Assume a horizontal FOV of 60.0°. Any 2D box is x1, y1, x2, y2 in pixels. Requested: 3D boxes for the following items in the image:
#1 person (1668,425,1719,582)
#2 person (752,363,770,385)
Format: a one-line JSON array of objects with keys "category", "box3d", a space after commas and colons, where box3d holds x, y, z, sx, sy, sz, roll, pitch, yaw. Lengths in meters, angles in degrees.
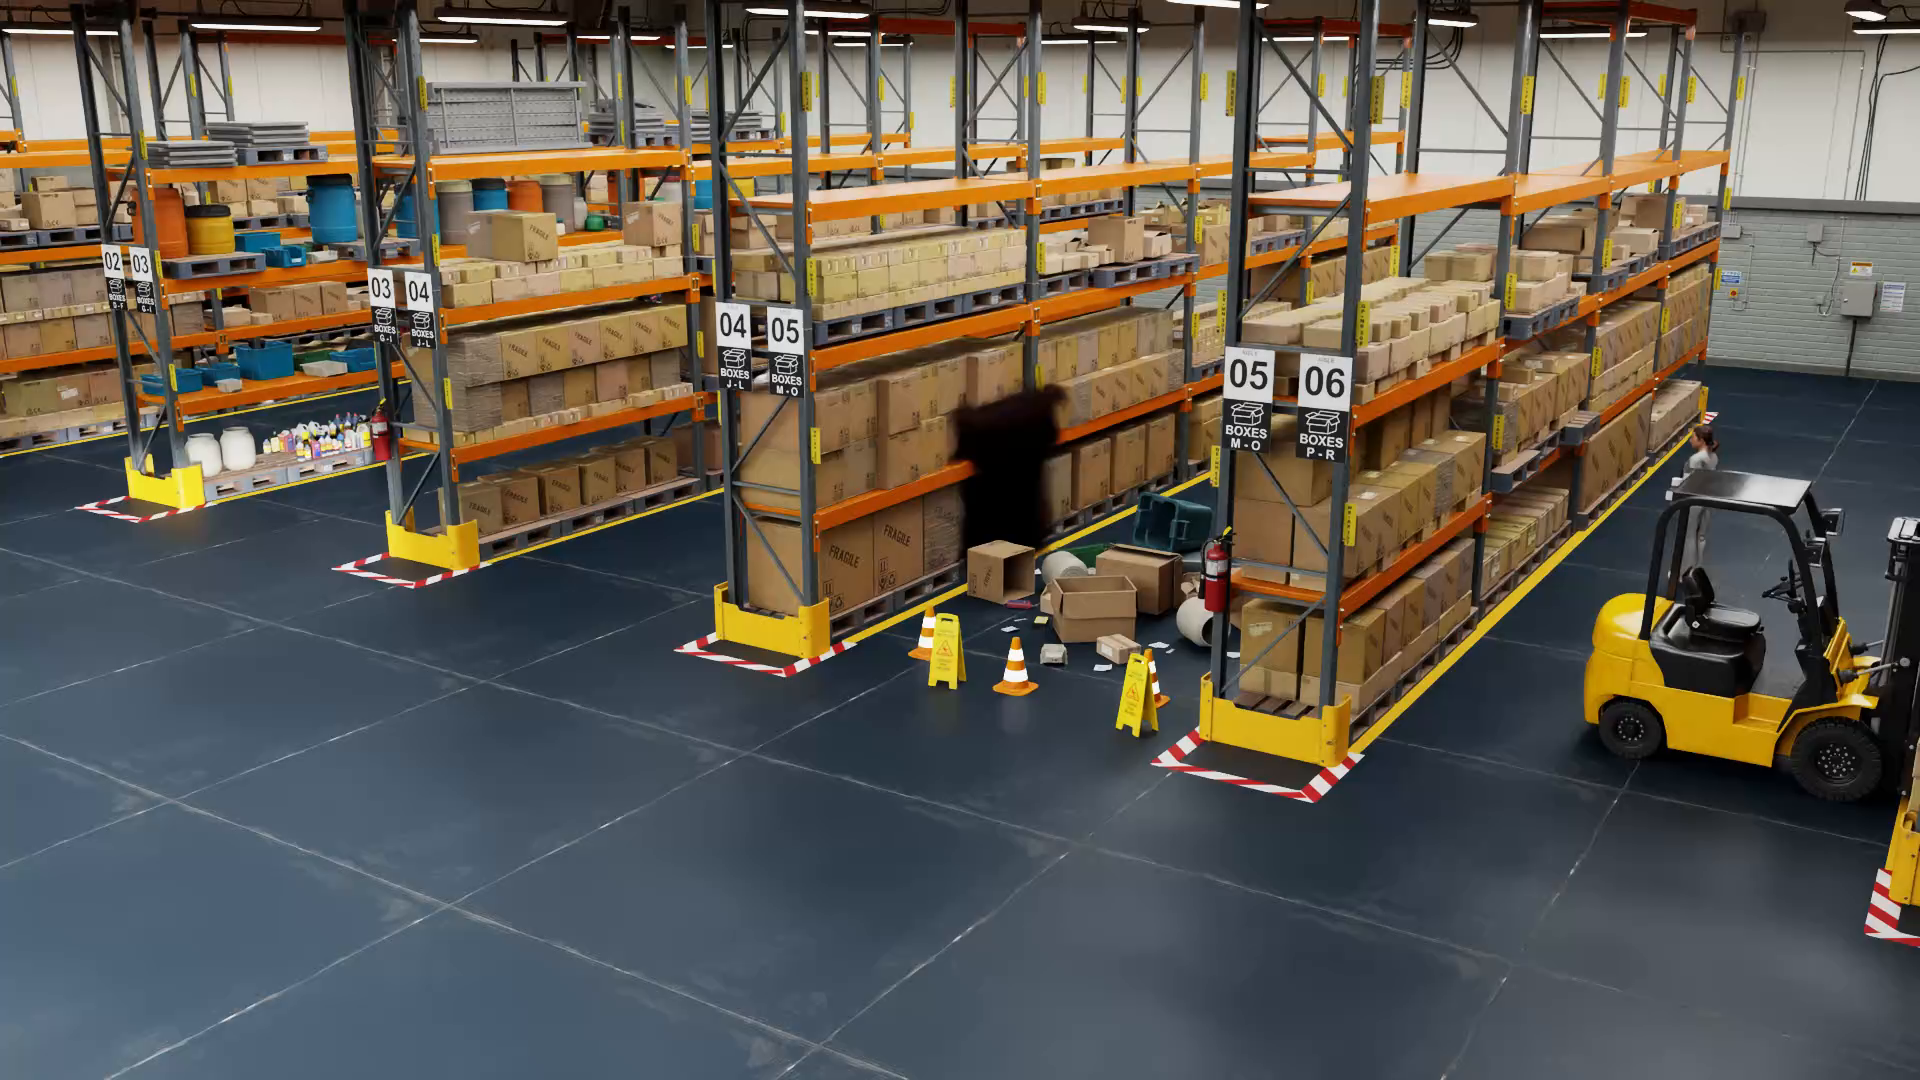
[{"category": "person", "box3d": [7.700, -0.372, 17.433, 0.467, 1.685, 0.342, -10, 18, -32]}, {"category": "person", "box3d": [-2.225, -1.369, 19.865, 0.528, 1.729, 0.989, 5, 16, 19]}]
